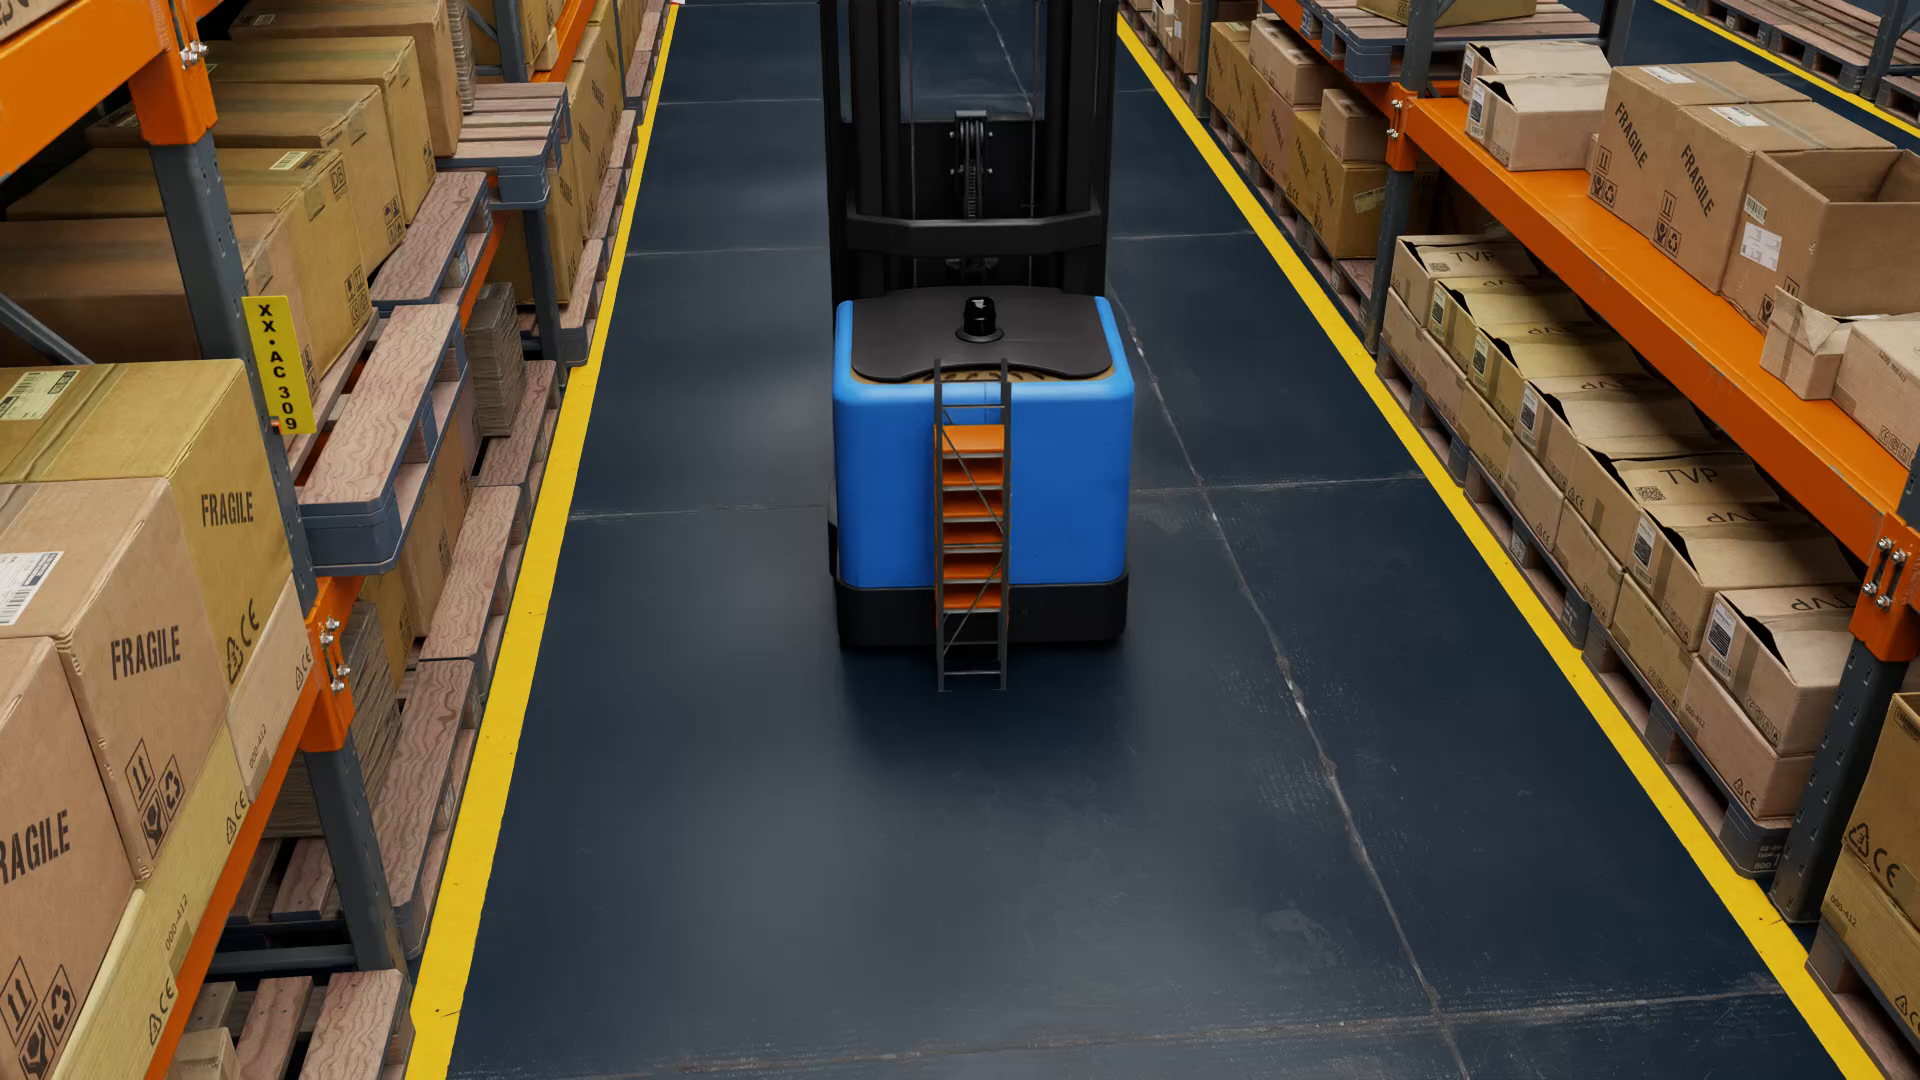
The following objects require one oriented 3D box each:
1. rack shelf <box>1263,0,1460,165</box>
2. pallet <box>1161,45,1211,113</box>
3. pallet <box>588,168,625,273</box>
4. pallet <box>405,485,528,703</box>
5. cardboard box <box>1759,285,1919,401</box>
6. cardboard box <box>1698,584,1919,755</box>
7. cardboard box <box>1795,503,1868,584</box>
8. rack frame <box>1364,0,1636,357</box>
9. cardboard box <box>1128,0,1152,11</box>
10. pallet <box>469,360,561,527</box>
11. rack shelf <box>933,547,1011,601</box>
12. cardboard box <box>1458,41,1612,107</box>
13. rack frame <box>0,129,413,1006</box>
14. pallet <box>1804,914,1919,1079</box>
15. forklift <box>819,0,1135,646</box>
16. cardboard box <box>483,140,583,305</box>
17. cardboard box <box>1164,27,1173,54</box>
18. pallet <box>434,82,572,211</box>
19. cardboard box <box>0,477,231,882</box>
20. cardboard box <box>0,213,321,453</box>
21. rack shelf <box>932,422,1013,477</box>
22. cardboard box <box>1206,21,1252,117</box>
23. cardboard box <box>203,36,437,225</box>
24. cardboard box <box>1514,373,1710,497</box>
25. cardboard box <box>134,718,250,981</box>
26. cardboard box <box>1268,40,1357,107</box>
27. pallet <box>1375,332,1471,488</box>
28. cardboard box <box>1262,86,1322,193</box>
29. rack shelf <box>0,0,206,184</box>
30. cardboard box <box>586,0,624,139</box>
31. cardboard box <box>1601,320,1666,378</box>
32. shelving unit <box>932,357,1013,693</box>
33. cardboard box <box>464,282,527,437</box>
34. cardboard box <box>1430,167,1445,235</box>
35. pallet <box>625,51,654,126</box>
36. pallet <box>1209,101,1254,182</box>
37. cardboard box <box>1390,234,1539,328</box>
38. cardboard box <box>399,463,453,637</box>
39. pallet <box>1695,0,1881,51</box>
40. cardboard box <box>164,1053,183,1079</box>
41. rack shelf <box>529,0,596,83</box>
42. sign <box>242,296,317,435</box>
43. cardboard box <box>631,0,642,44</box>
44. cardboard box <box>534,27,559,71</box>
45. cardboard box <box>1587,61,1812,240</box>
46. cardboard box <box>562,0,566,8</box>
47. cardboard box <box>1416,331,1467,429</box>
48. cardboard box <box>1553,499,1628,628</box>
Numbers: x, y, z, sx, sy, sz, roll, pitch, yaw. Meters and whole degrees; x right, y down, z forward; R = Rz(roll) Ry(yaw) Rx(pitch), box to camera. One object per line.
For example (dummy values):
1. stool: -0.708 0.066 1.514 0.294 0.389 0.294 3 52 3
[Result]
1. rack shelf: 2.352 -2.968 9.496 1.077 0.370 4.000 -3 31 -5
2. pallet: 2.102 -3.452 12.323 1.003 0.211 1.213 -3 31 -5
3. pallet: -2.502 -1.847 9.637 1.003 0.211 1.213 -3 31 -5
4. pallet: -2.211 0.201 6.208 1.003 0.211 1.213 -3 31 -5
5. cardboard box: 2.647 -0.596 4.954 0.396 0.266 0.258 -3 31 -6
6. cardboard box: 2.589 0.352 4.960 0.500 0.311 0.500 -3 31 -5
7. cardboard box: 3.080 0.067 5.438 0.500 0.311 0.500 -3 31 -5
8. rack frame: 2.539 -2.256 7.602 1.000 3.000 0.127 -3 31 -5
9. cardboard box: 1.653 -4.547 13.690 0.500 0.250 0.500 -3 31 -5
10. pallet: -2.321 -0.421 7.249 1.003 0.211 1.213 -3 31 -5
11. rack shelf: 0.039 0.113 5.711 0.258 0.103 0.180 -1 31 -2
12. cardboard box: 2.529 -2.030 7.311 0.500 0.311 0.500 -1 31 -1
13. rack frame: -2.019 0.025 3.783 1.000 3.000 0.127 -3 31 -5
14. pallet: 2.945 1.391 4.215 1.003 0.211 1.213 -3 31 -5
15. forklift: 0.020 -1.600 6.570 1.130 2.935 3.031 -1 31 -2
16. cardboard box: -2.331 -1.656 8.284 0.750 0.750 0.750 -3 31 -5
17. cardboard box: 1.735 -3.729 12.419 0.380 0.149 0.250 -3 31 -5
18. pallet: -2.220 -1.576 6.650 1.213 0.211 1.003 -3 31 -5
19. cardboard box: -1.615 0.240 2.818 0.500 0.500 0.500 -3 31 -5
20. cardboard box: -2.033 -0.468 4.082 0.700 0.500 0.500 -3 31 -4
21. rack shelf: 0.039 -0.299 5.465 0.258 0.103 0.180 -1 31 -2
22. cardboard box: 1.968 -3.155 11.116 0.500 0.500 0.500 -4 31 -7
23. cardboard box: -2.201 -1.374 5.599 0.700 0.500 0.500 -3 31 -5
24. cardboard box: 2.447 -0.425 6.261 0.500 0.311 0.500 -3 31 -5
25. cardboard box: -1.635 0.563 3.009 0.500 0.250 0.500 -3 31 -4
26. cardboard box: 2.108 -2.711 9.640 0.500 0.250 0.500 -3 31 -6
27. pallet: 2.577 -0.637 7.610 1.003 0.211 1.213 -3 31 -5
28. cardboard box: 2.114 -2.370 9.801 0.500 0.500 0.500 -4 31 -6
29. rack shelf: -1.832 0.067 1.488 1.077 0.370 4.000 -3 31 -5
30. cardboard box: -2.577 -2.991 10.519 0.750 0.750 0.750 -2 31 -4
31. cardboard box: 2.932 -0.718 6.752 0.500 0.311 0.500 -3 31 -5
32. shelving unit: 0.039 -0.028 5.627 0.258 1.200 0.189 -1 31 -2
33. cardboard box: -2.274 -0.768 7.118 0.700 0.500 0.500 -2 31 -4
34. cardboard box: 2.726 -1.885 8.989 0.500 0.500 0.500 -4 31 -6
35. pallet: -2.760 -3.254 11.992 1.003 0.211 1.213 -3 31 -5
36. pallet: 2.279 -2.688 11.044 1.003 0.211 1.213 -3 31 -5
37. cardboard box: 2.295 -1.215 7.584 0.500 0.311 0.500 -2 31 -3
38. cardboard box: -2.210 0.011 5.816 0.700 0.500 0.500 -2 31 -4
39. pallet: 6.873 -4.335 13.801 1.003 0.211 1.213 -3 31 -5
40. cardboard box: -1.882 1.438 3.427 0.500 0.500 0.500 -5 31 -8
41. rack shelf: -2.580 -2.729 9.096 1.077 0.370 4.000 -3 31 -5
42. sign: -1.480 -0.376 3.611 0.100 0.325 0.005 -3 31 -5
43. cardboard box: -2.824 -4.072 12.670 0.700 0.500 0.500 -2 31 -3
44. cardboard box: -2.149 -2.366 8.011 0.380 0.149 0.250 -2 31 -3
45. cardboard box: 2.712 -1.443 6.144 0.500 0.500 0.500 -4 31 -7
46. cardboard box: -2.269 -2.978 8.403 0.500 0.500 0.500 -3 31 -5
47. cardboard box: 2.343 -0.718 7.299 0.500 0.250 0.500 -4 31 -6
48. cardboard box: 2.491 0.069 5.981 0.500 0.250 0.500 -2 31 -3
